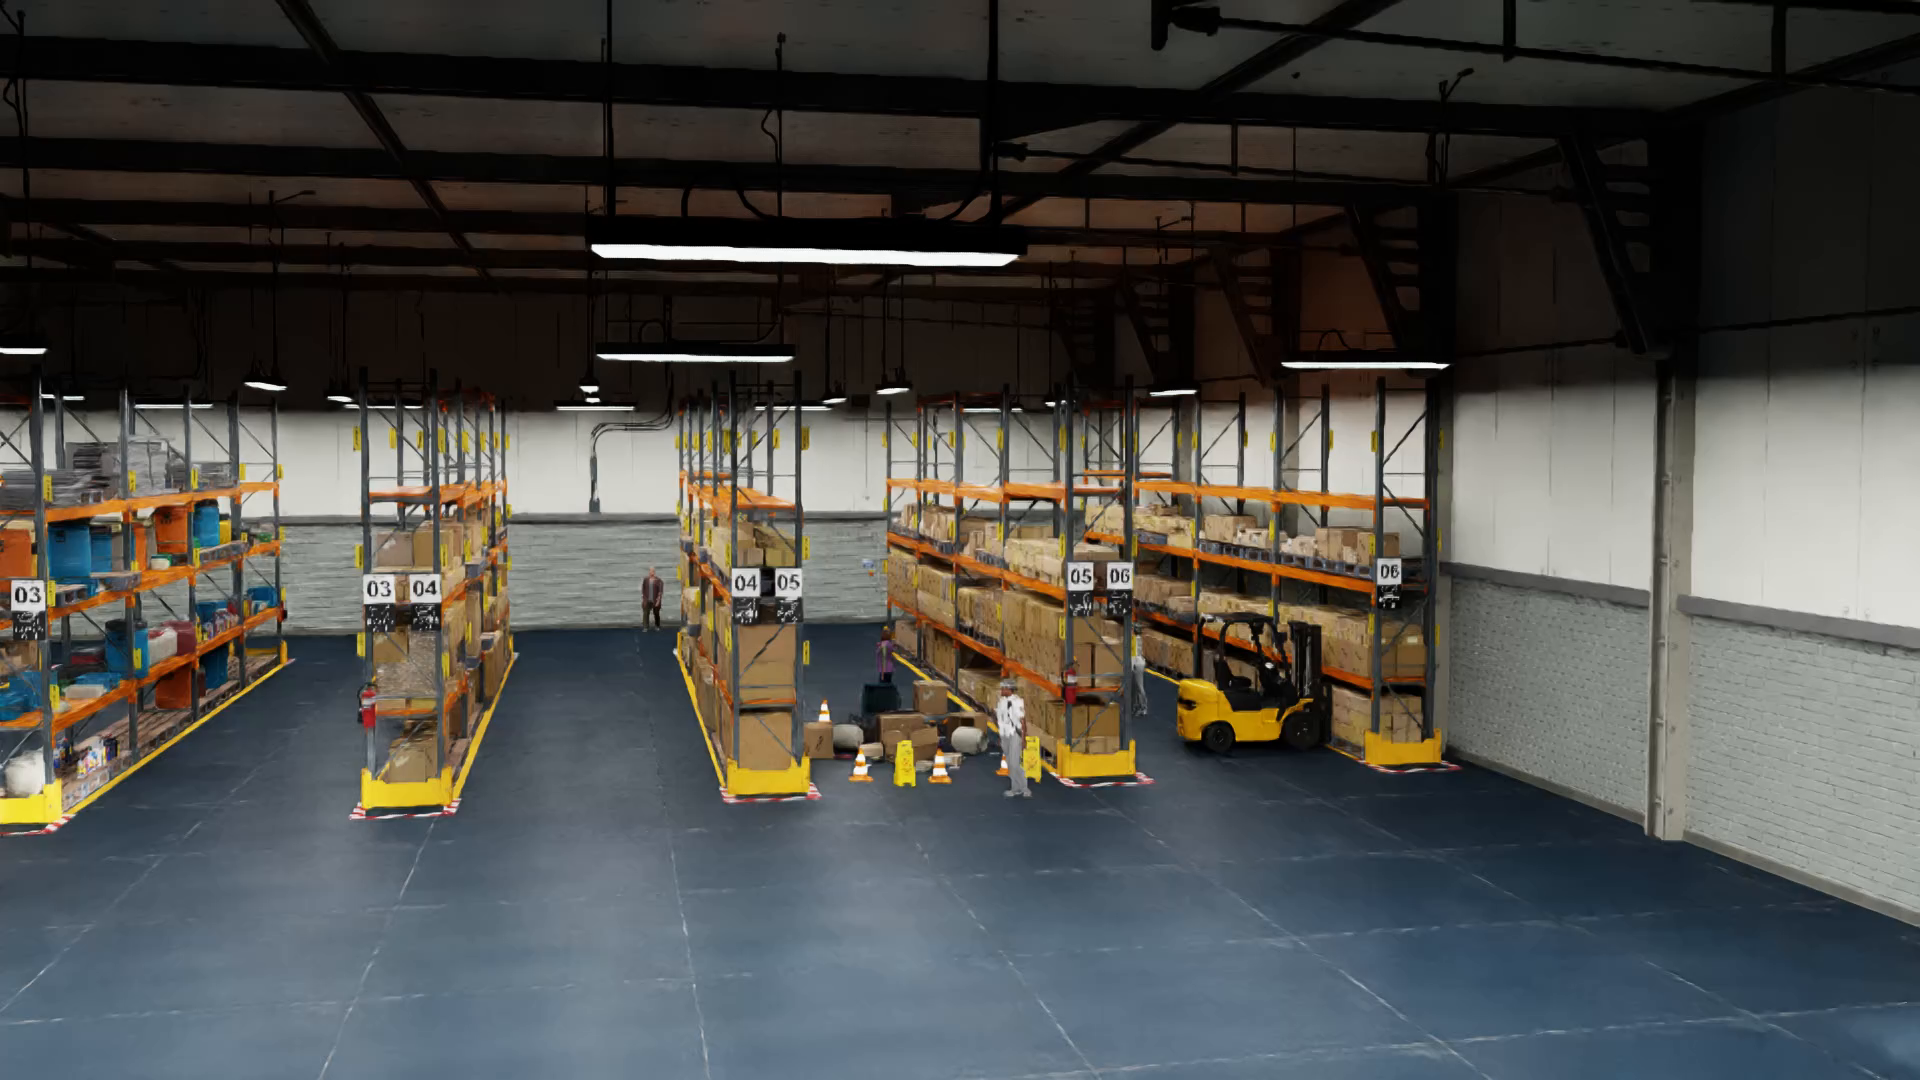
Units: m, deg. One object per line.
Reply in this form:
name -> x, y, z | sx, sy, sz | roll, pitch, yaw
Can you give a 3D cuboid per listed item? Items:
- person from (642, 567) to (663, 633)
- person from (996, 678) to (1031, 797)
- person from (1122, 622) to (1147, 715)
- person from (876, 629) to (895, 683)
person -> -8.013, 1.550, 43.344 | 0.573, 1.715, 1.103 | 0, 3, -4
person -> 0.751, 2.767, 23.376 | 0.380, 1.670, 0.568 | -3, 5, -43
person -> 3.204, 2.346, 30.443 | 0.520, 1.670, 0.560 | 1, 4, 18
person -> -1.355, 2.398, 30.093 | 0.381, 1.588, 0.547 | 1, 3, 11
